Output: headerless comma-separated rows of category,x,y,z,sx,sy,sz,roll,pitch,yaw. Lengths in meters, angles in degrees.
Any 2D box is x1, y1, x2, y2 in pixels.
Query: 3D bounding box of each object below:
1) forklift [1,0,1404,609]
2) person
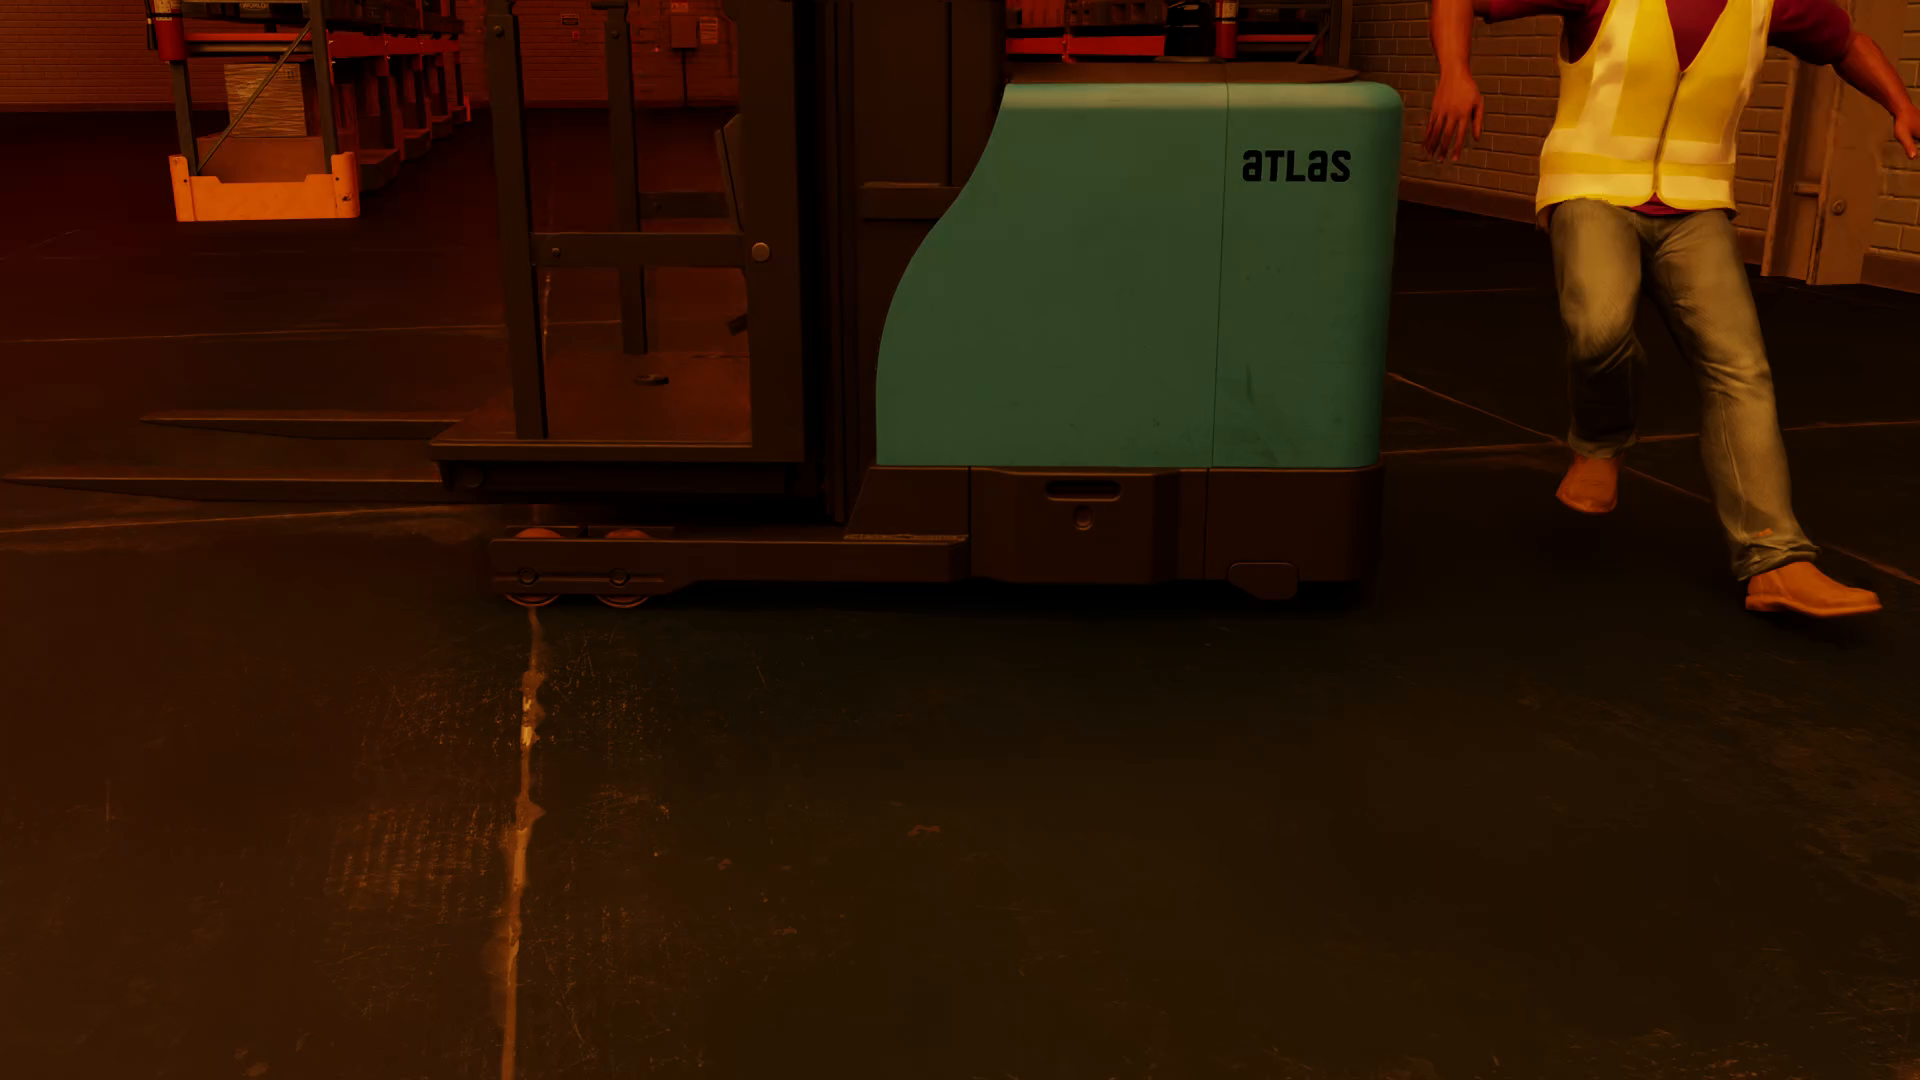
forklift,-0.610,-1.410,3.614,3.031,2.935,1.130,0,17,2
person,1.550,-0.687,3.485,1.119,1.625,0.905,1,17,4
